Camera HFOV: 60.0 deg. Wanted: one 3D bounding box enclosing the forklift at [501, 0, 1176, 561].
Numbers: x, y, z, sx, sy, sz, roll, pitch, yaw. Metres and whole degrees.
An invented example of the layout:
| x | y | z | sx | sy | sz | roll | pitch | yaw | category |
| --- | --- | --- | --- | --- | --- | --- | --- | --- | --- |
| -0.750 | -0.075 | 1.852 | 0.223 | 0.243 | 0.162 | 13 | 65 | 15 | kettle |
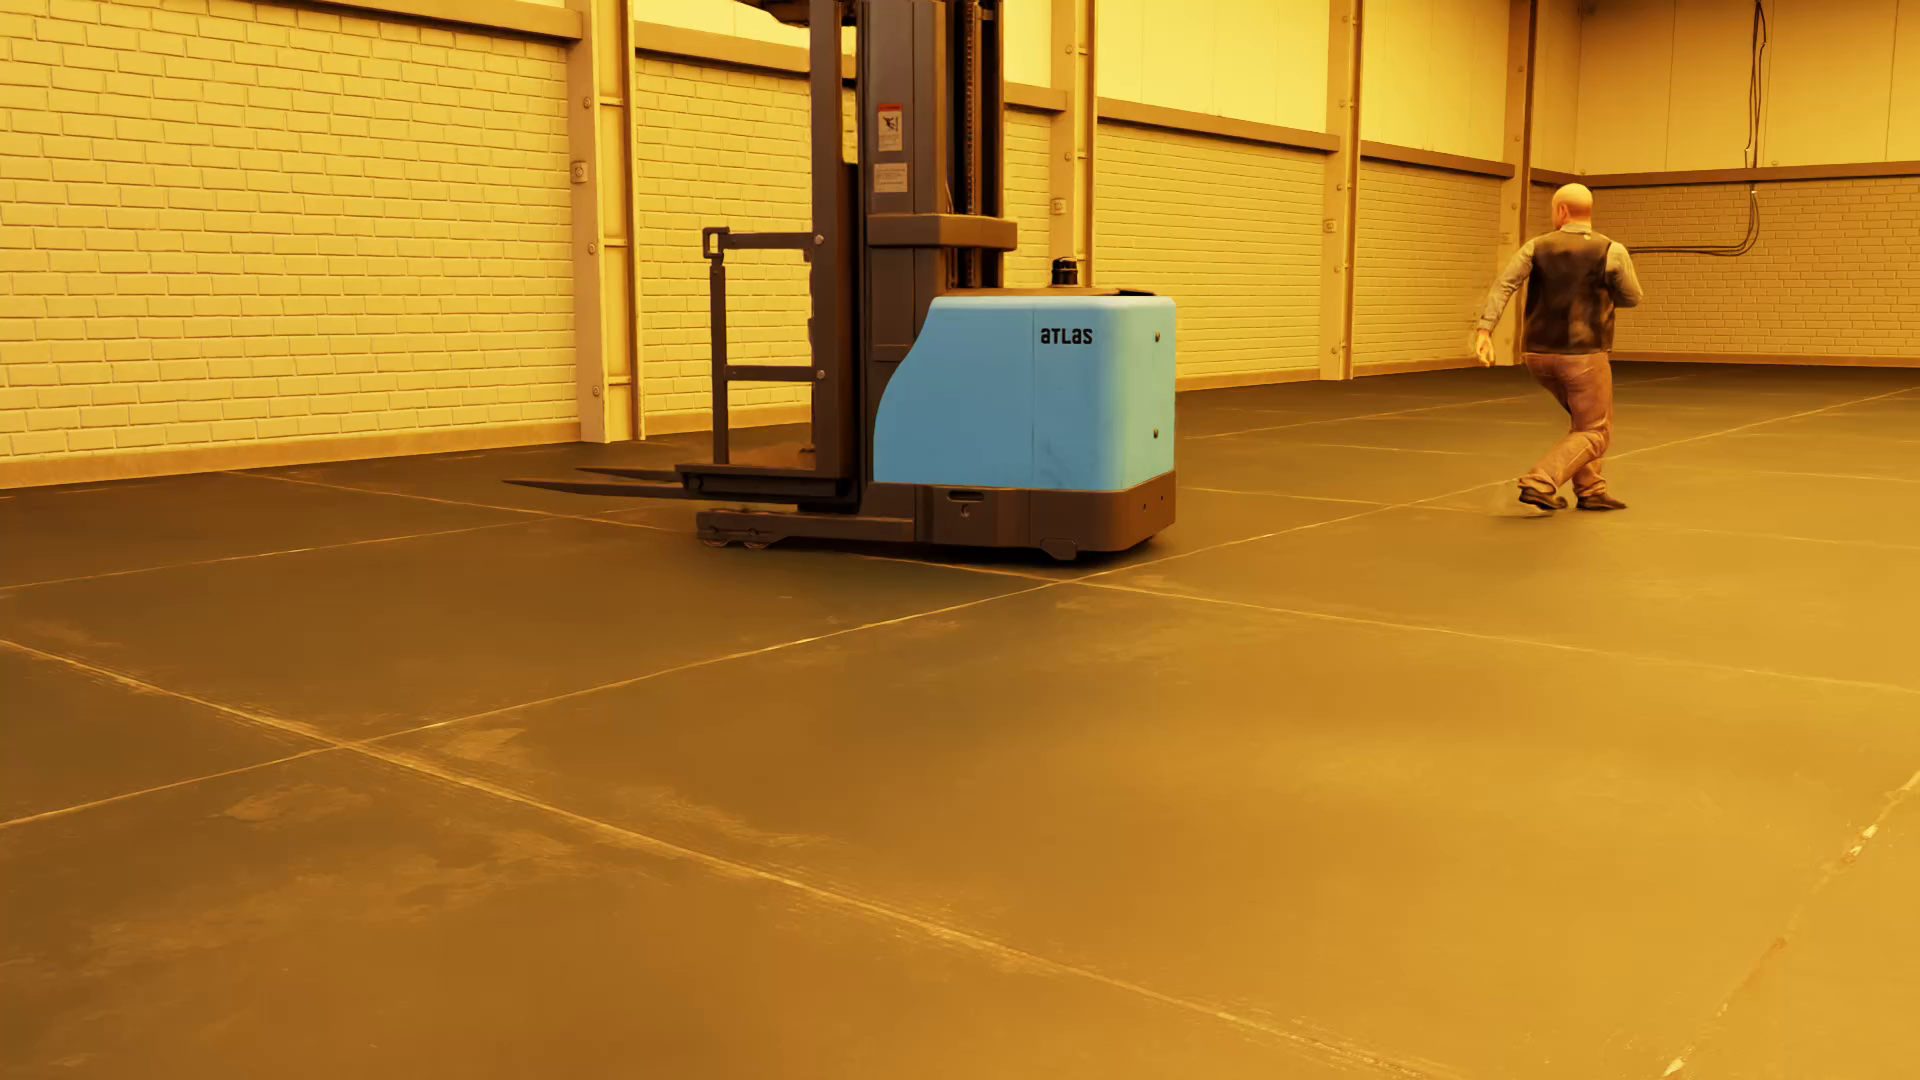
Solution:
| x | y | z | sx | sy | sz | roll | pitch | yaw | category |
| --- | --- | --- | --- | --- | --- | --- | --- | --- | --- |
| -0.606 | -1.475 | 7.360 | 3.031 | 2.935 | 1.130 | 3 | 9 | 20 | forklift |

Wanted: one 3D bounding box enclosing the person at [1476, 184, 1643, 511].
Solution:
| x | y | z | sx | sy | sz | roll | pitch | yaw | category |
| --- | --- | --- | --- | --- | --- | --- | --- | --- | --- |
| 3.023 | -0.935 | 8.268 | 0.902 | 1.640 | 0.560 | -6 | 10 | -35 | person |
